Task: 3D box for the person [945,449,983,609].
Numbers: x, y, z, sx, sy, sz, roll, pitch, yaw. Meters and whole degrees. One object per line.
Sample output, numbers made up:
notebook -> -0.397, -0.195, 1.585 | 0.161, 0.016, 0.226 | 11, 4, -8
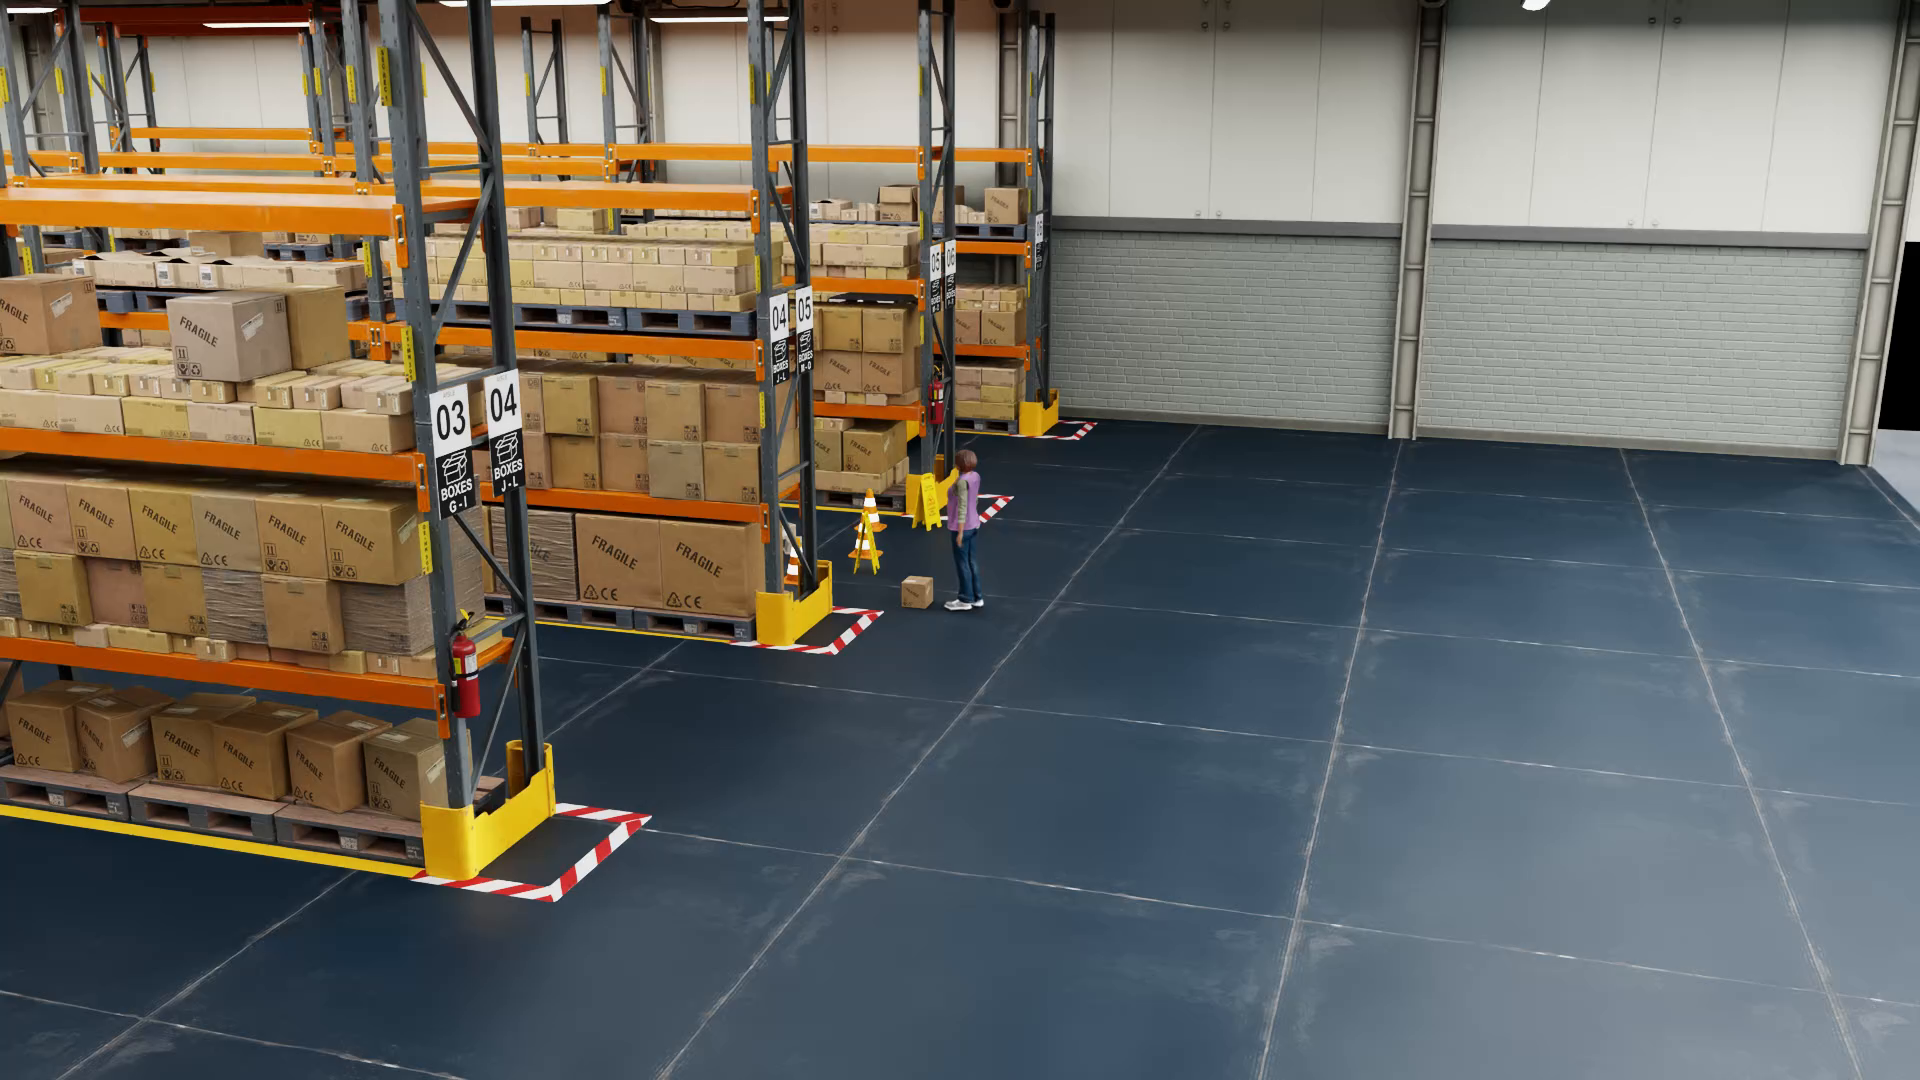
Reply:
person -> 0.052, -0.109, 16.253 | 0.348, 1.599, 0.439 | 7, 17, 23
